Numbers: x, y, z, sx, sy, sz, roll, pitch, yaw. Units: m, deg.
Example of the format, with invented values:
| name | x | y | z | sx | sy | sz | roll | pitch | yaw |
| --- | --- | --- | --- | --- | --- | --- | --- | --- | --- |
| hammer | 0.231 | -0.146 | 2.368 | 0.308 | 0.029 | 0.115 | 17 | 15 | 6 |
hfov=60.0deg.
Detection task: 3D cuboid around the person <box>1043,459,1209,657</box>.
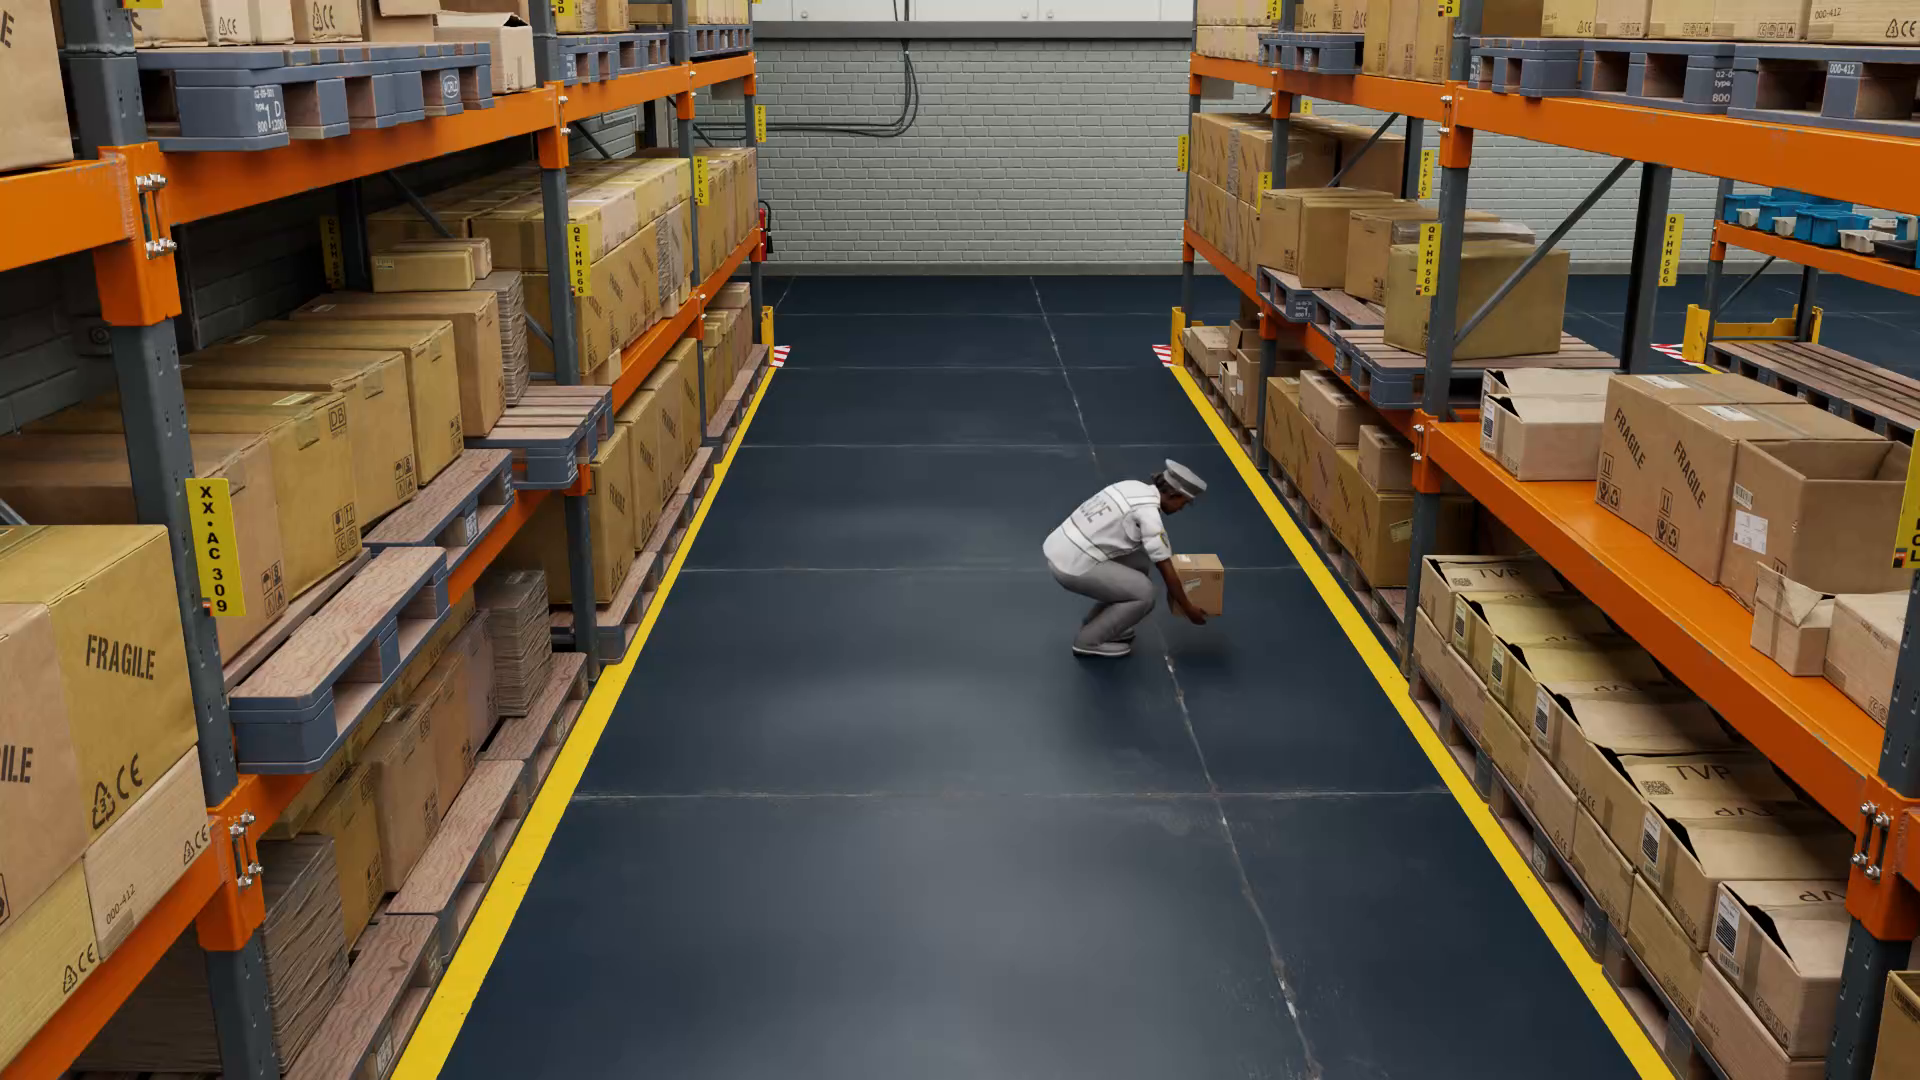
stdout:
| name | x | y | z | sx | sy | sz | roll | pitch | yaw |
| --- | --- | --- | --- | --- | --- | --- | --- | --- | --- |
| person | 0.840 | 0.082 | 8.469 | 0.836 | 0.968 | 0.484 | 0 | 17 | -1 |
